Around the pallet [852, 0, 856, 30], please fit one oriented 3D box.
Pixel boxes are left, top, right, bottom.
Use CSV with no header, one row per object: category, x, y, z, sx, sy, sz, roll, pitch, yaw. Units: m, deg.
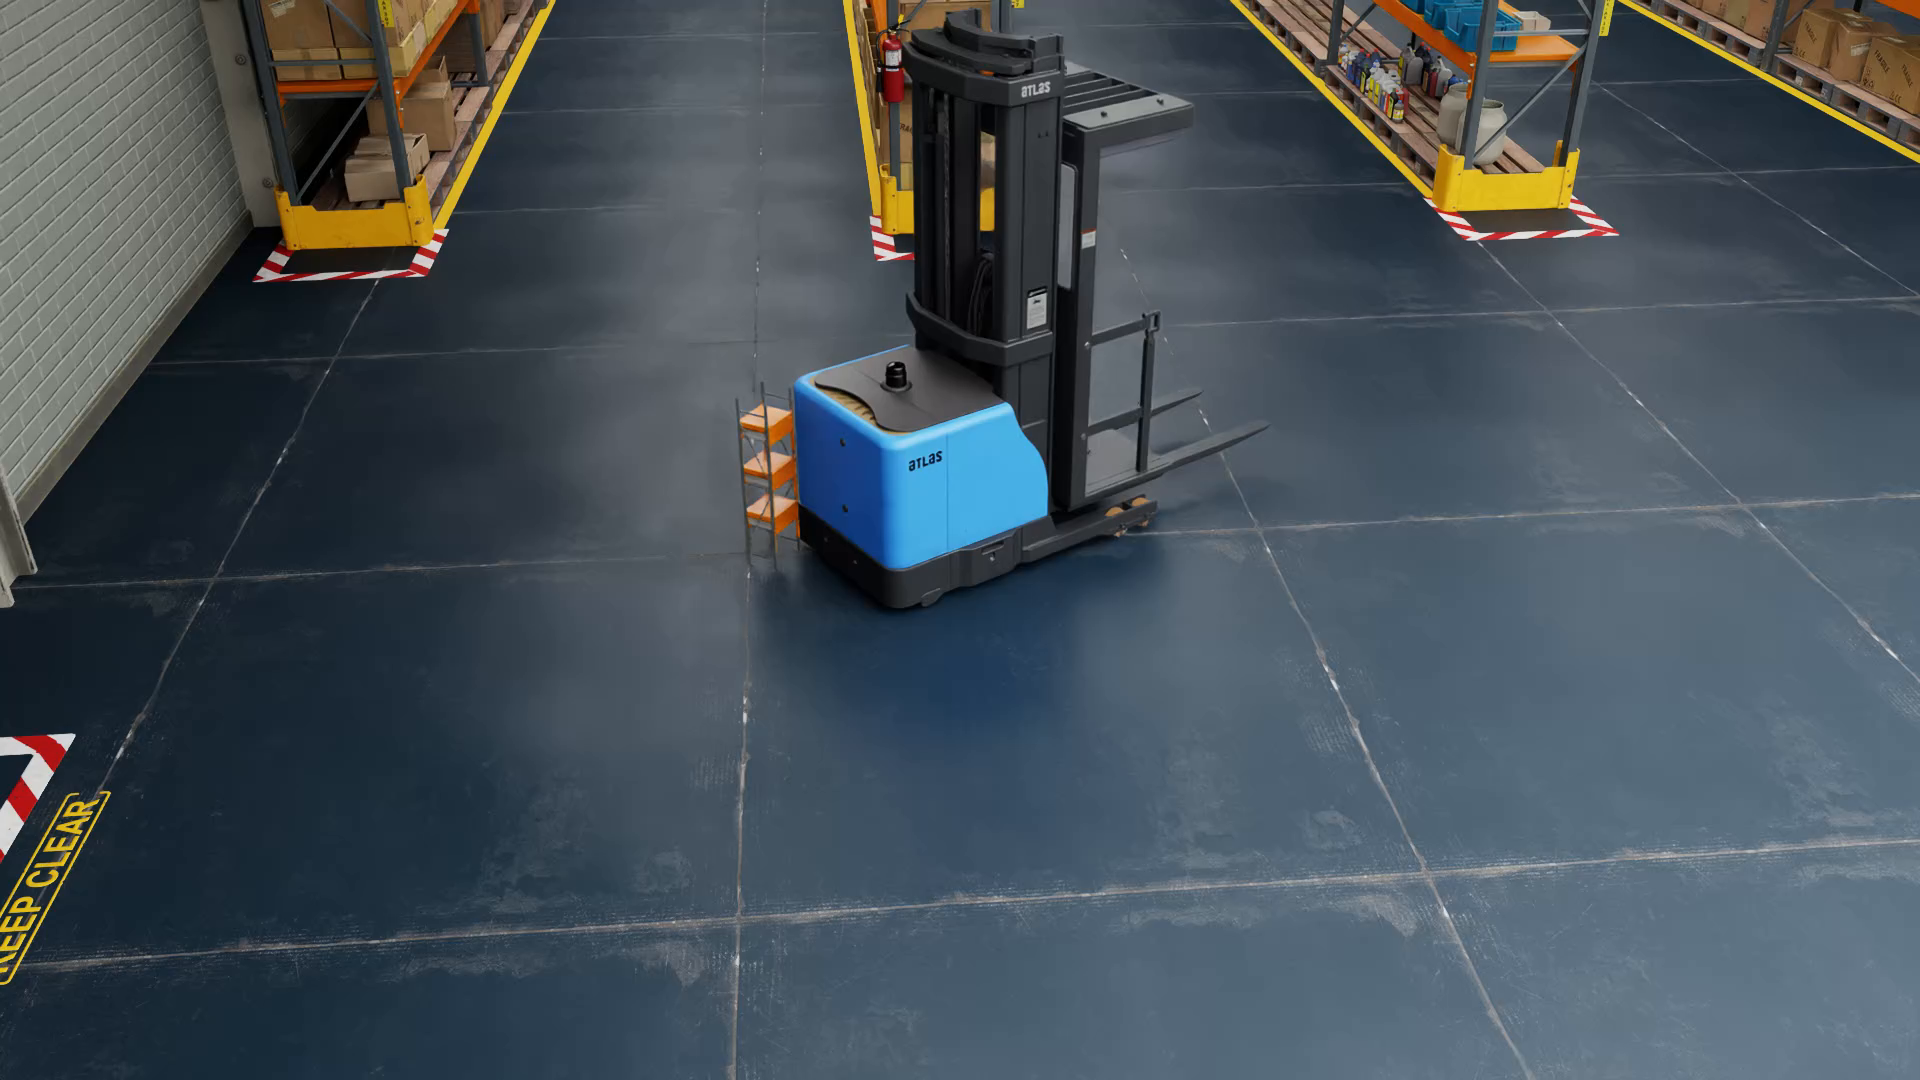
pallet,-0.798,-6.466,20.369,1.003,0.211,1.213,-3,31,-5

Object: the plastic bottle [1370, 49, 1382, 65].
plastic bottle,4.275,-4.905,17.191,0.144,0.351,0.185,-3,31,-5

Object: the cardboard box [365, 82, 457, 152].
cardboard box,-5.068,-3.903,15.368,0.700,0.500,0.500,-5,31,-8

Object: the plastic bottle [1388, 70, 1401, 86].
plastic bottle,4.334,-4.572,16.707,0.152,0.276,0.135,-3,31,-5

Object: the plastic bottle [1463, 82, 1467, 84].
plastic bottle,4.952,-4.369,16.372,0.097,0.271,0.097,0,31,0

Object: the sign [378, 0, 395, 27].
sign,-4.480,-4.159,12.944,0.100,0.325,0.005,-3,31,-5

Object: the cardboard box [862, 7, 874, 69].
cardboard box,-0.731,-5.113,16.926,0.500,0.500,0.500,-3,31,-5

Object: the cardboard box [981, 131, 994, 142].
cardboard box,0.034,-3.862,14.832,0.500,0.500,0.500,-3,31,-5

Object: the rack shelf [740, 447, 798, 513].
rack shelf,-1.068,-0.337,9.312,0.215,0.259,0.240,15,34,24

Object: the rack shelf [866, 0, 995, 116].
rack shelf,-0.276,-4.713,15.417,1.077,0.370,4.000,-3,31,-5

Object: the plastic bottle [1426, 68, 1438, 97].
plastic bottle,4.770,-4.634,16.804,0.061,0.283,0.133,-3,31,-5

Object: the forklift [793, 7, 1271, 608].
forklift,0.555,-1.481,9.371,3.031,2.935,1.130,-21,37,-31

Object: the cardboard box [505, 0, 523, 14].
cardboard box,-5.649,-6.596,19.877,0.700,0.500,0.500,-2,31,-4

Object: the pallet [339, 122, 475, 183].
pallet,-5.179,-3.641,15.640,1.003,0.211,1.213,-3,31,-5

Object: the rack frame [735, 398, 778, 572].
rack frame,-1.125,-0.291,9.214,0.200,1.050,0.008,15,34,24

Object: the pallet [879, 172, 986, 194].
pallet,-0.202,-3.192,14.888,1.003,0.211,1.213,-3,31,-5

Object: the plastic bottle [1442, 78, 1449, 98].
plastic bottle,4.914,-4.546,16.735,0.097,0.201,0.097,0,31,0

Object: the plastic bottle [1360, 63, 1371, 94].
plastic bottle,4.123,-4.686,16.891,0.061,0.283,0.133,-1,31,-2

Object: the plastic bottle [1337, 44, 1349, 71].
plastic bottle,4.063,-5.112,17.615,0.097,0.271,0.097,0,31,0

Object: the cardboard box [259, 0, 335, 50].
cardboard box,-5.276,-4.258,13.349,0.500,0.500,0.500,-3,31,-5

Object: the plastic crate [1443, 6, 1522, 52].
plastic crate,4.498,-4.413,14.359,0.499,0.251,0.616,-3,31,-5

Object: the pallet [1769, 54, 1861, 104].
pallet,9.499,-4.977,17.877,1.003,0.211,1.213,-3,31,-5

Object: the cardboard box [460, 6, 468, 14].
cardboard box,-5.524,-5.841,17.881,0.500,0.250,0.500,-3,31,-6

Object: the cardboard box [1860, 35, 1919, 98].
cardboard box,9.596,-4.811,16.908,0.500,0.500,0.500,-5,31,-9

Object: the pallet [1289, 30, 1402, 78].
pallet,4.357,-5.480,18.719,1.003,0.211,1.213,-3,31,-5

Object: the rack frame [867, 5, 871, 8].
rack frame,-0.463,-6.043,16.942,1.000,3.000,0.127,-3,31,-5

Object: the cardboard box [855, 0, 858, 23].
cardboard box,-0.977,-6.282,19.614,0.500,0.250,0.500,-4,31,-6

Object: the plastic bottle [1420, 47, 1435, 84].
plastic bottle,4.835,-4.917,17.211,0.144,0.351,0.185,-4,31,-7

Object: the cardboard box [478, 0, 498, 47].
cardboard box,-5.585,-5.818,18.574,0.700,0.500,0.500,-2,31,-4

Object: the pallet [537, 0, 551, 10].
pallet,-5.767,-7.055,21.355,1.003,0.211,1.213,-3,31,-5

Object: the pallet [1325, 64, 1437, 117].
pallet,4.491,-4.736,17.474,1.003,0.211,1.213,-3,31,-5

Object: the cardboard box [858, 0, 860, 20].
cardboard box,-0.885,-5.997,18.590,0.500,0.311,0.500,-3,31,-5

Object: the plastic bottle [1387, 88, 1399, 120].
plastic bottle,4.206,-4.234,16.134,0.061,0.283,0.133,-2,31,-3

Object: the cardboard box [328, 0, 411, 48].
cardboard box,-4.766,-4.286,13.396,0.500,0.500,0.500,-3,31,-5

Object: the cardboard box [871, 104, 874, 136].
cardboard box,-0.585,-4.025,15.836,0.500,0.250,0.500,-3,31,-5

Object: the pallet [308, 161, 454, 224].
pallet,-5.068,-3.019,14.600,1.003,0.211,1.213,-3,31,-5

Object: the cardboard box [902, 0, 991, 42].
cardboard box,-0.120,-4.282,13.897,0.700,0.500,0.500,-3,31,-5

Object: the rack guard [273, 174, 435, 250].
rack guard,-5.028,-2.727,13.828,1.175,0.500,0.348,-3,31,-5

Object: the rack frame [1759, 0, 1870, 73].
rack frame,9.401,-6.515,17.733,1.000,3.000,0.127,-3,31,-5

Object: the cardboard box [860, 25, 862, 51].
cardboard box,-0.835,-5.499,18.303,0.500,0.250,0.500,-3,31,-5

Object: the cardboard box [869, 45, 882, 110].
cardboard box,-0.589,-4.347,15.644,0.500,0.500,0.500,-3,31,-5

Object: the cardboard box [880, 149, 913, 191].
cardboard box,-0.433,-3.260,14.555,0.500,0.250,0.500,-3,31,-5

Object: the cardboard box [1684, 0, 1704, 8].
cardboard box,9.234,-6.761,20.152,0.700,0.500,0.500,0,31,0

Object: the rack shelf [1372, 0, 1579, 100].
rack shelf,4.656,-4.948,15.811,1.077,0.370,4.000,-3,31,-5

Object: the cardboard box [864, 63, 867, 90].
cardboard box,-0.721,-4.791,17.119,0.500,0.250,0.500,-3,31,-5

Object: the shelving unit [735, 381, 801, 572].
shelving unit,-1.068,-0.346,9.306,0.215,1.050,0.252,15,34,24

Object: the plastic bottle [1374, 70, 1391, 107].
plastic bottle,4.206,-4.489,16.496,0.144,0.351,0.185,-2,31,-3

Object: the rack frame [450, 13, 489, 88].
rack frame,-5.394,-5.804,16.541,1.000,3.000,0.127,-3,31,-5

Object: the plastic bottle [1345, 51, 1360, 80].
plastic bottle,4.120,-4.950,17.340,0.152,0.276,0.135,-2,31,-3

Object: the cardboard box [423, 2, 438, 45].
cardboard box,-4.854,-4.495,14.477,0.500,0.250,0.500,-3,31,-5

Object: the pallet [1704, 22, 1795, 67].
pallet,9.327,-5.716,19.114,1.003,0.211,1.213,-3,31,-5

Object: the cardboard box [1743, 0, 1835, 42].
cardboard box,9.365,-5.946,18.788,0.700,0.500,0.500,-5,31,-8

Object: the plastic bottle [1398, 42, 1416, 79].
plastic bottle,4.673,-5.008,17.364,0.144,0.351,0.185,-3,31,-5
